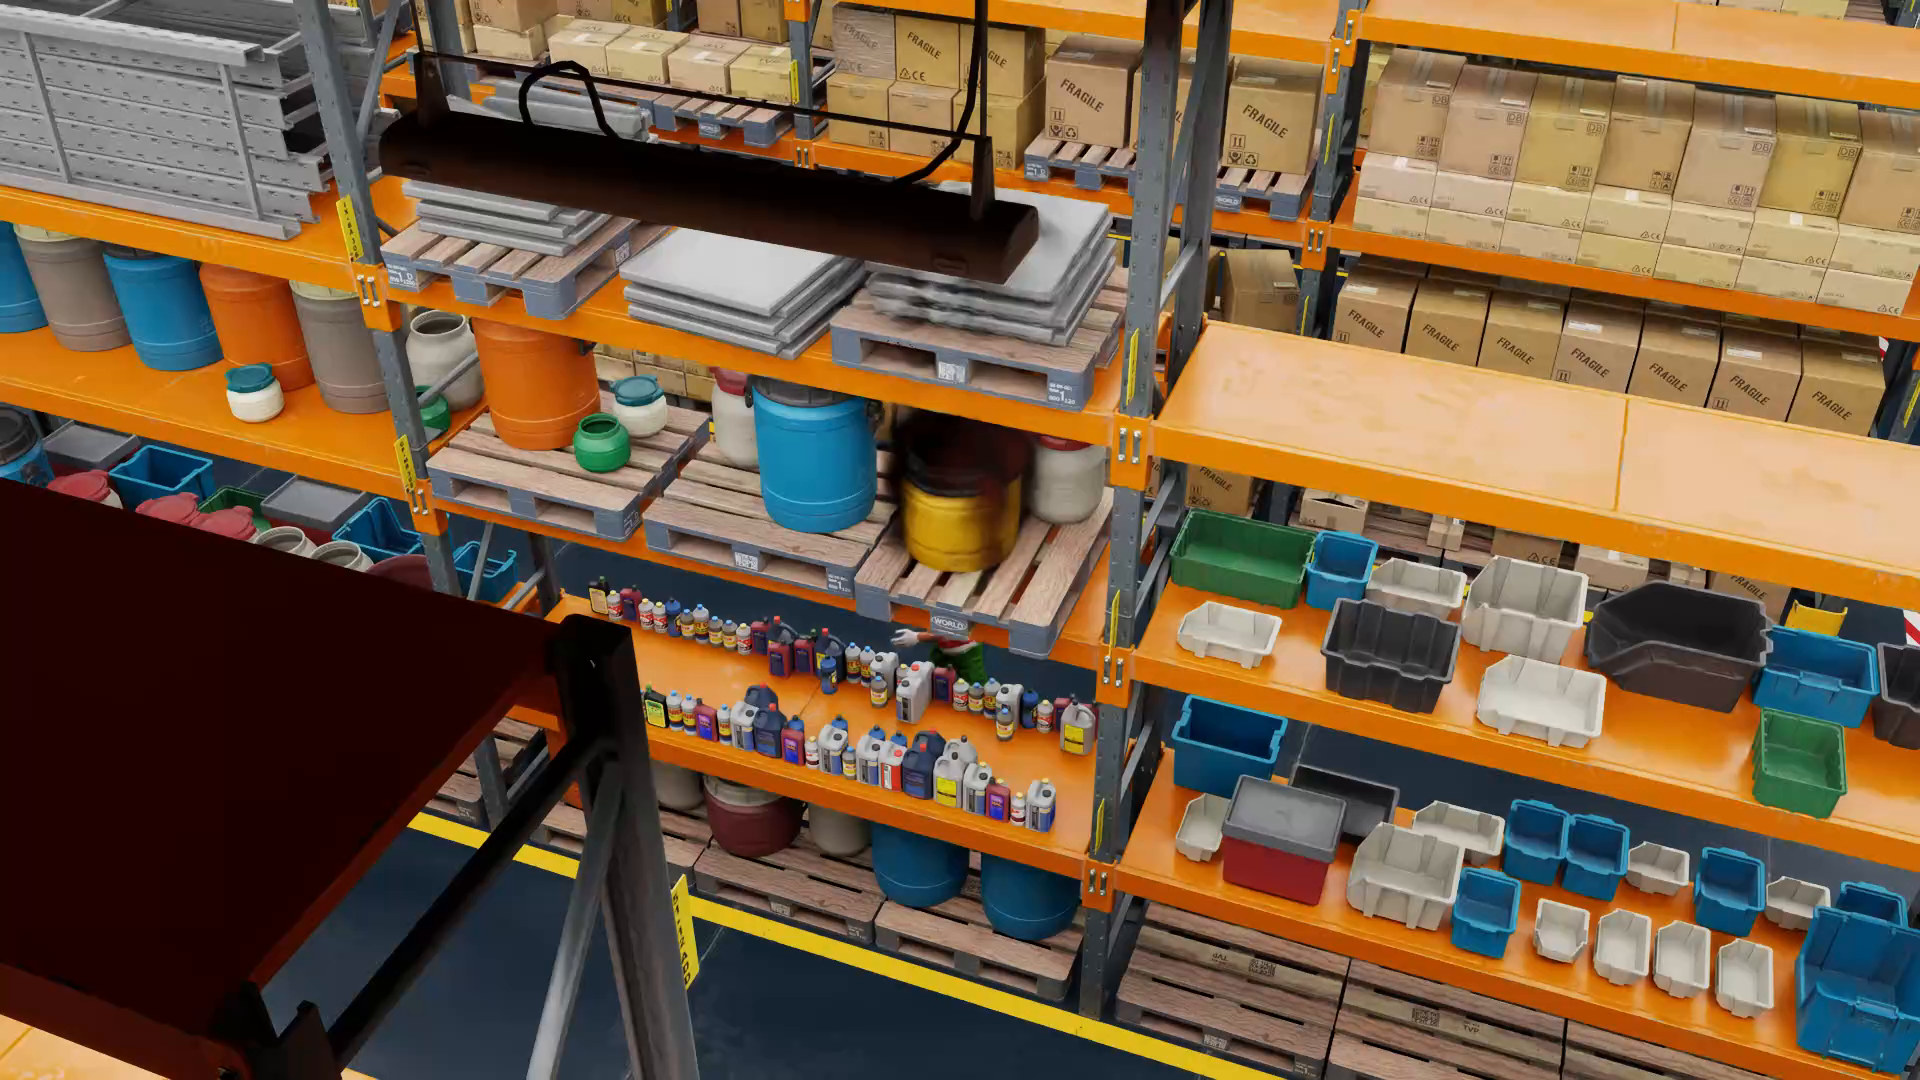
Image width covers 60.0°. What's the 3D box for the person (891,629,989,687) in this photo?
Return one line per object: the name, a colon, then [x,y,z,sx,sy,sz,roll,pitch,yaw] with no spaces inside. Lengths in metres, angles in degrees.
person: [-0.002,0.671,11.067,0.916,1.704,0.683,-2,37,-2]
